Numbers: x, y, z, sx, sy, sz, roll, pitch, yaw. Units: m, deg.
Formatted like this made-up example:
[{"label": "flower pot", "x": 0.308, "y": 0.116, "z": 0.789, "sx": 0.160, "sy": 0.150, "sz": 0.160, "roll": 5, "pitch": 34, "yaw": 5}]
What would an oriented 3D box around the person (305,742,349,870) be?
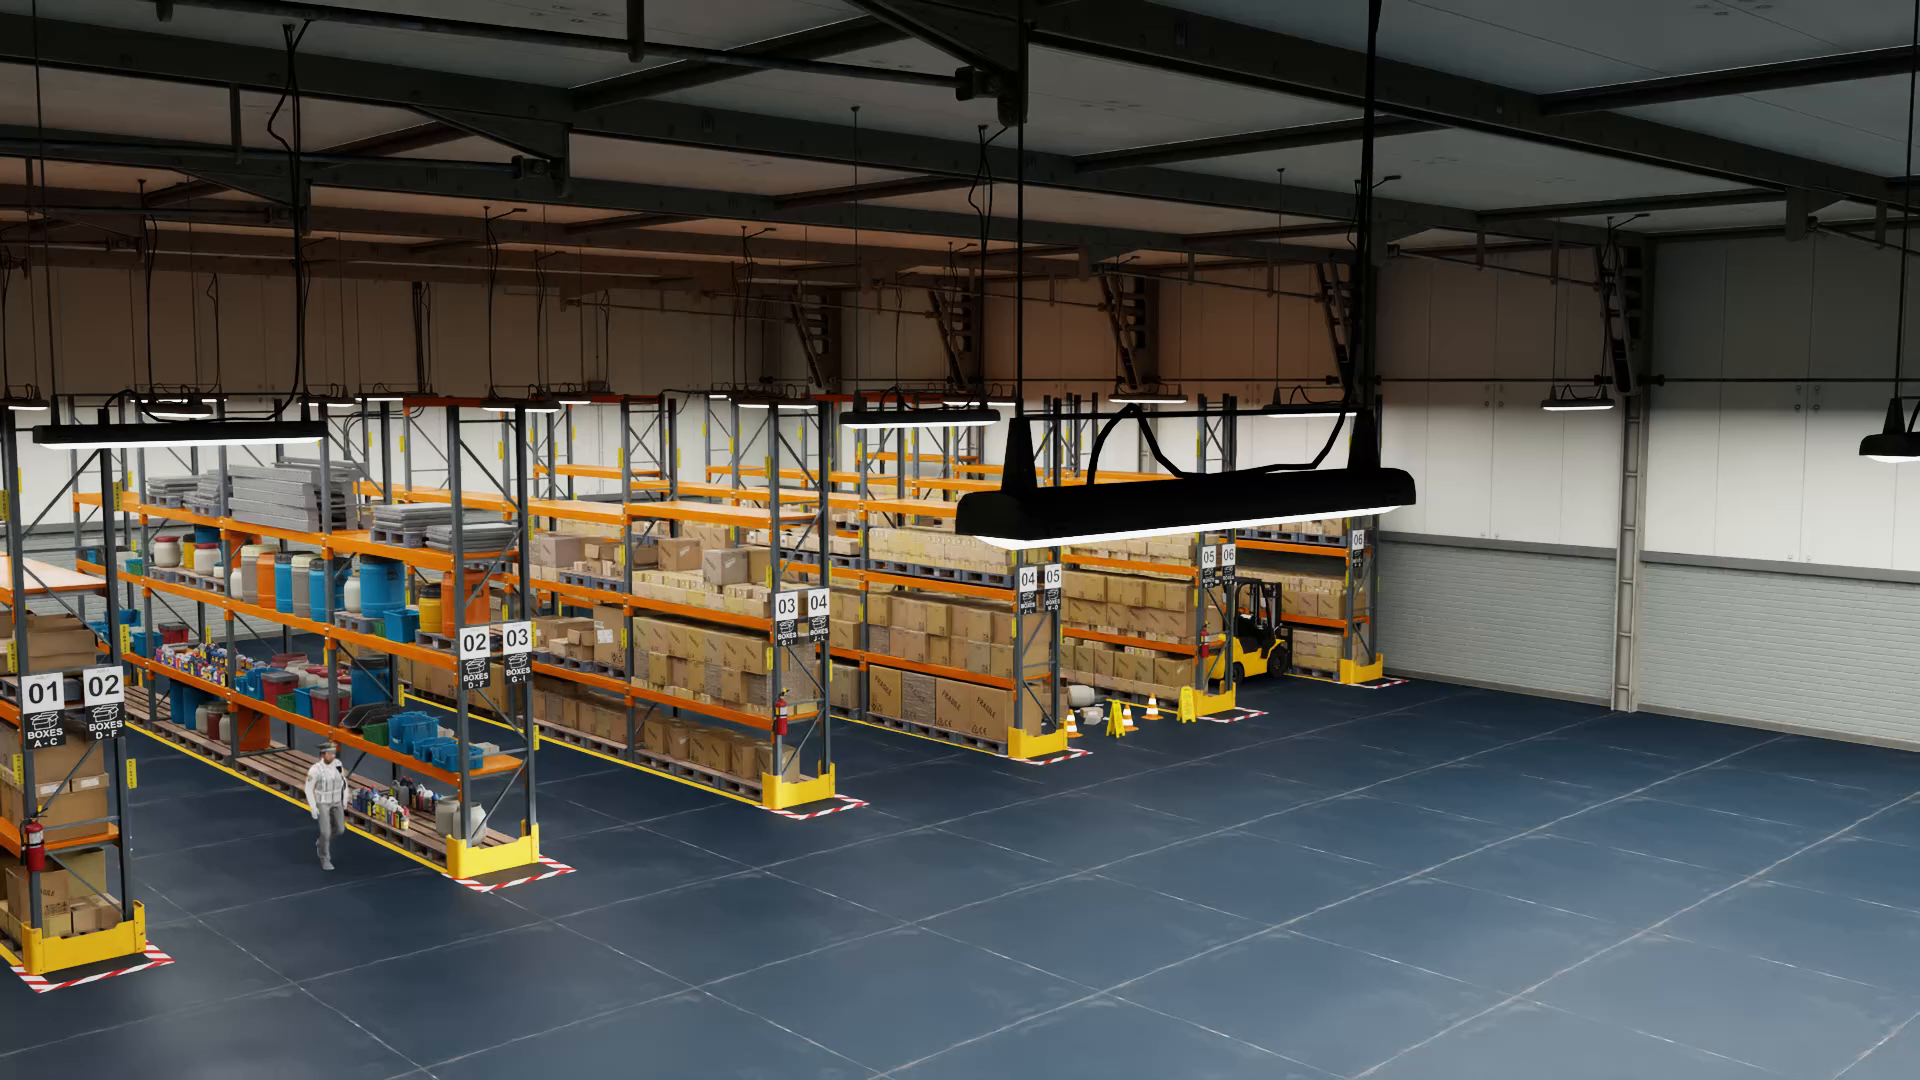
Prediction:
[{"label": "person", "x": -8.275, "y": 3.428, "z": 21.663, "sx": 0.549, "sy": 1.657, "sz": 0.583, "roll": 5, "pitch": 7, "yaw": 39}]
